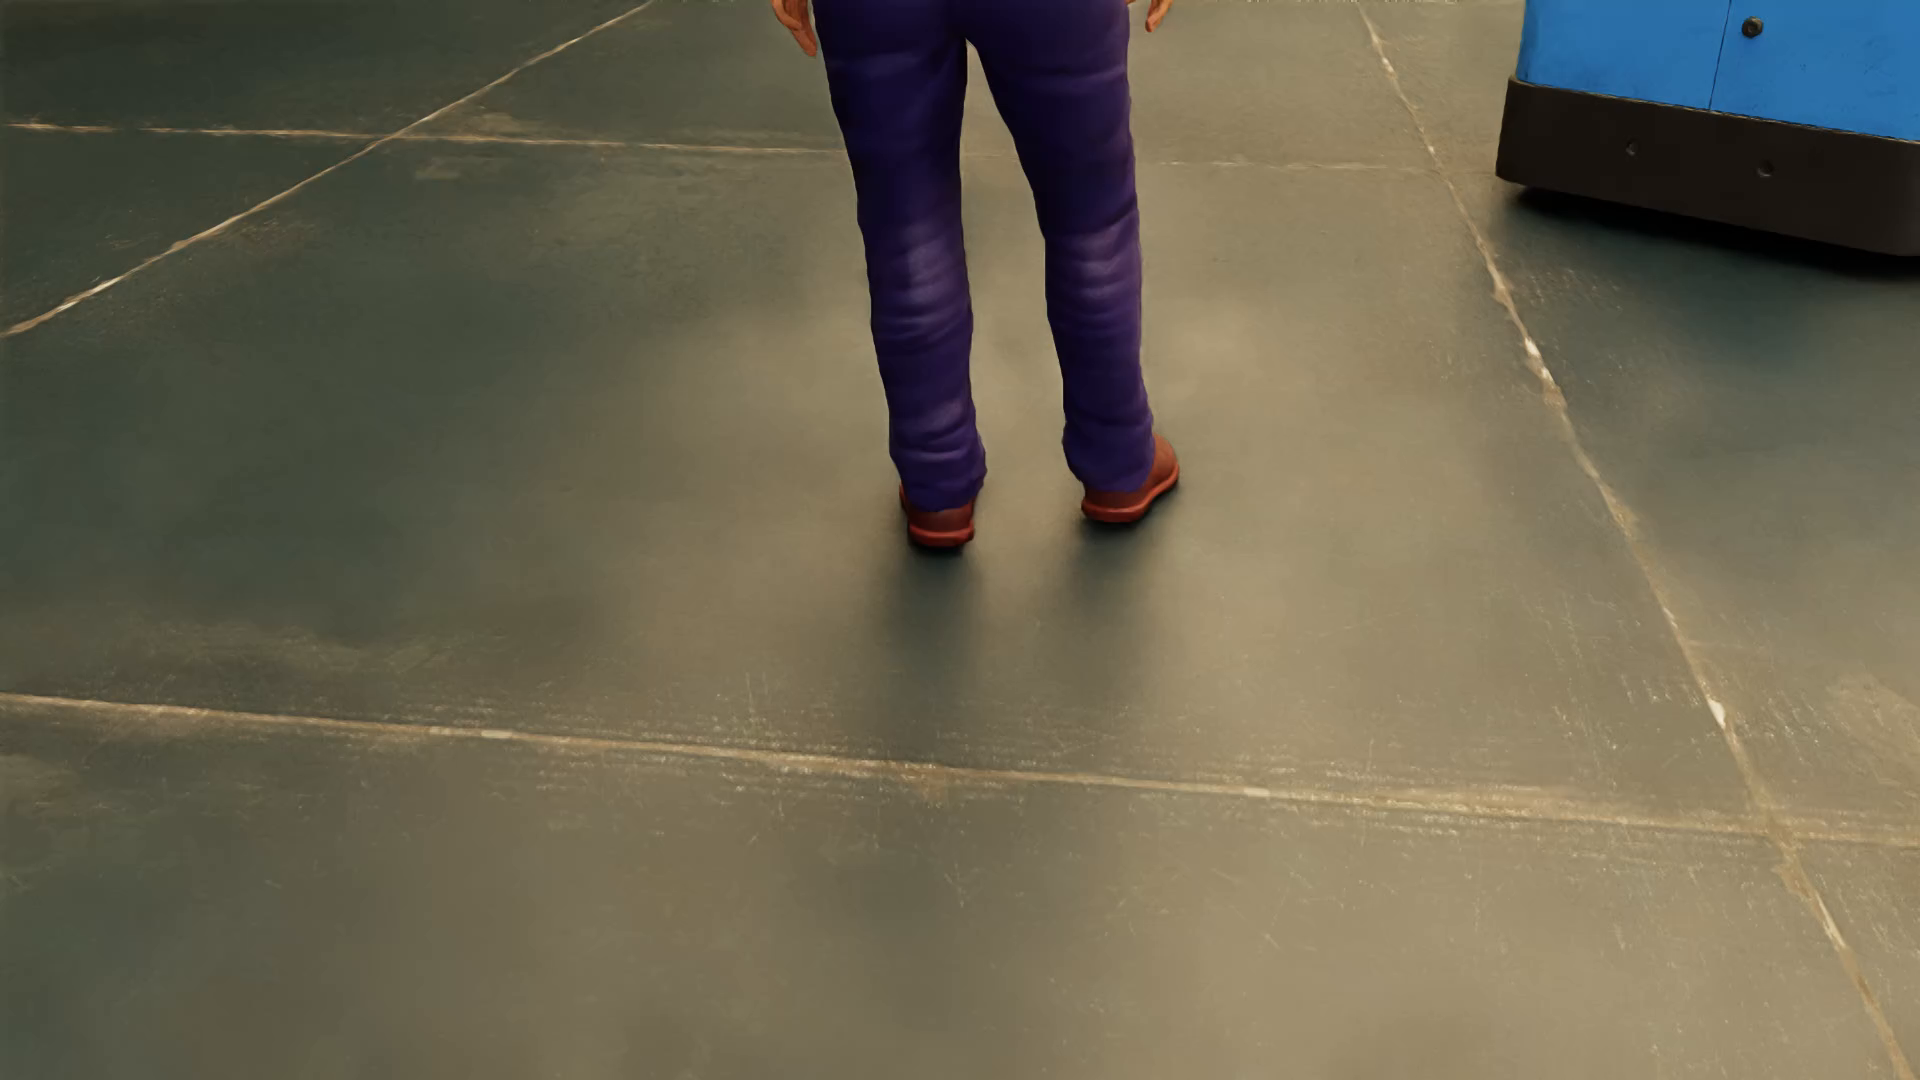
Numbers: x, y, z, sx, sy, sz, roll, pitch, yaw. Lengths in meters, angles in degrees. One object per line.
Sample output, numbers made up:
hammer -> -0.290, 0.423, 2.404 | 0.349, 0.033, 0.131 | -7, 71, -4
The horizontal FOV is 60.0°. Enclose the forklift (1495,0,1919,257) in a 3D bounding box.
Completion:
forklift -> 2.735, -2.477, 4.181 | 1.130, 2.935, 3.031 | 24, 35, 39

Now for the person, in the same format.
person -> 0.034, -0.777, 2.209 | 0.599, 1.637, 0.502 | 3, 27, 7
